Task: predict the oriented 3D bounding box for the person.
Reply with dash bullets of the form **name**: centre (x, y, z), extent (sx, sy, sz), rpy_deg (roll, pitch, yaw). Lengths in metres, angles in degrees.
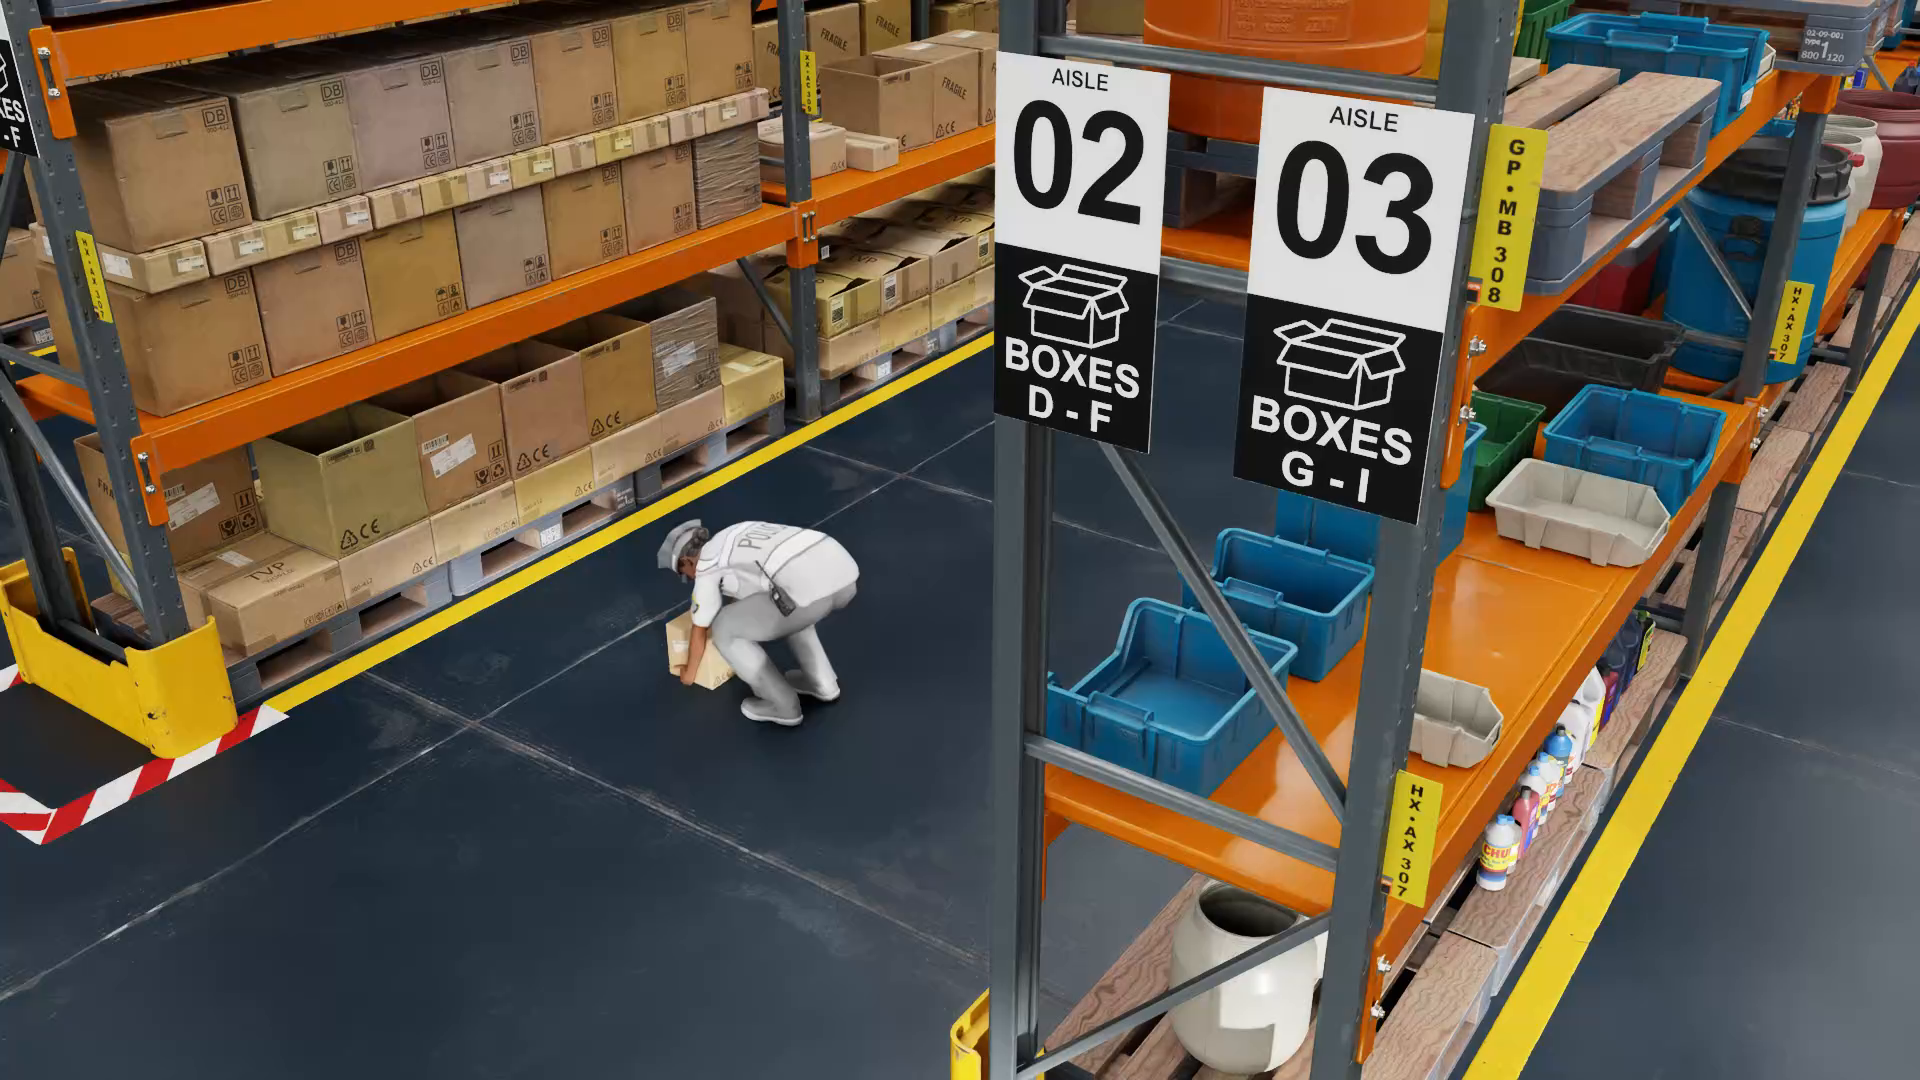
- **person**: centre (-0.854, 0.310, 6.977), extent (0.921, 0.823, 0.471), rpy_deg (16, 31, 29)
